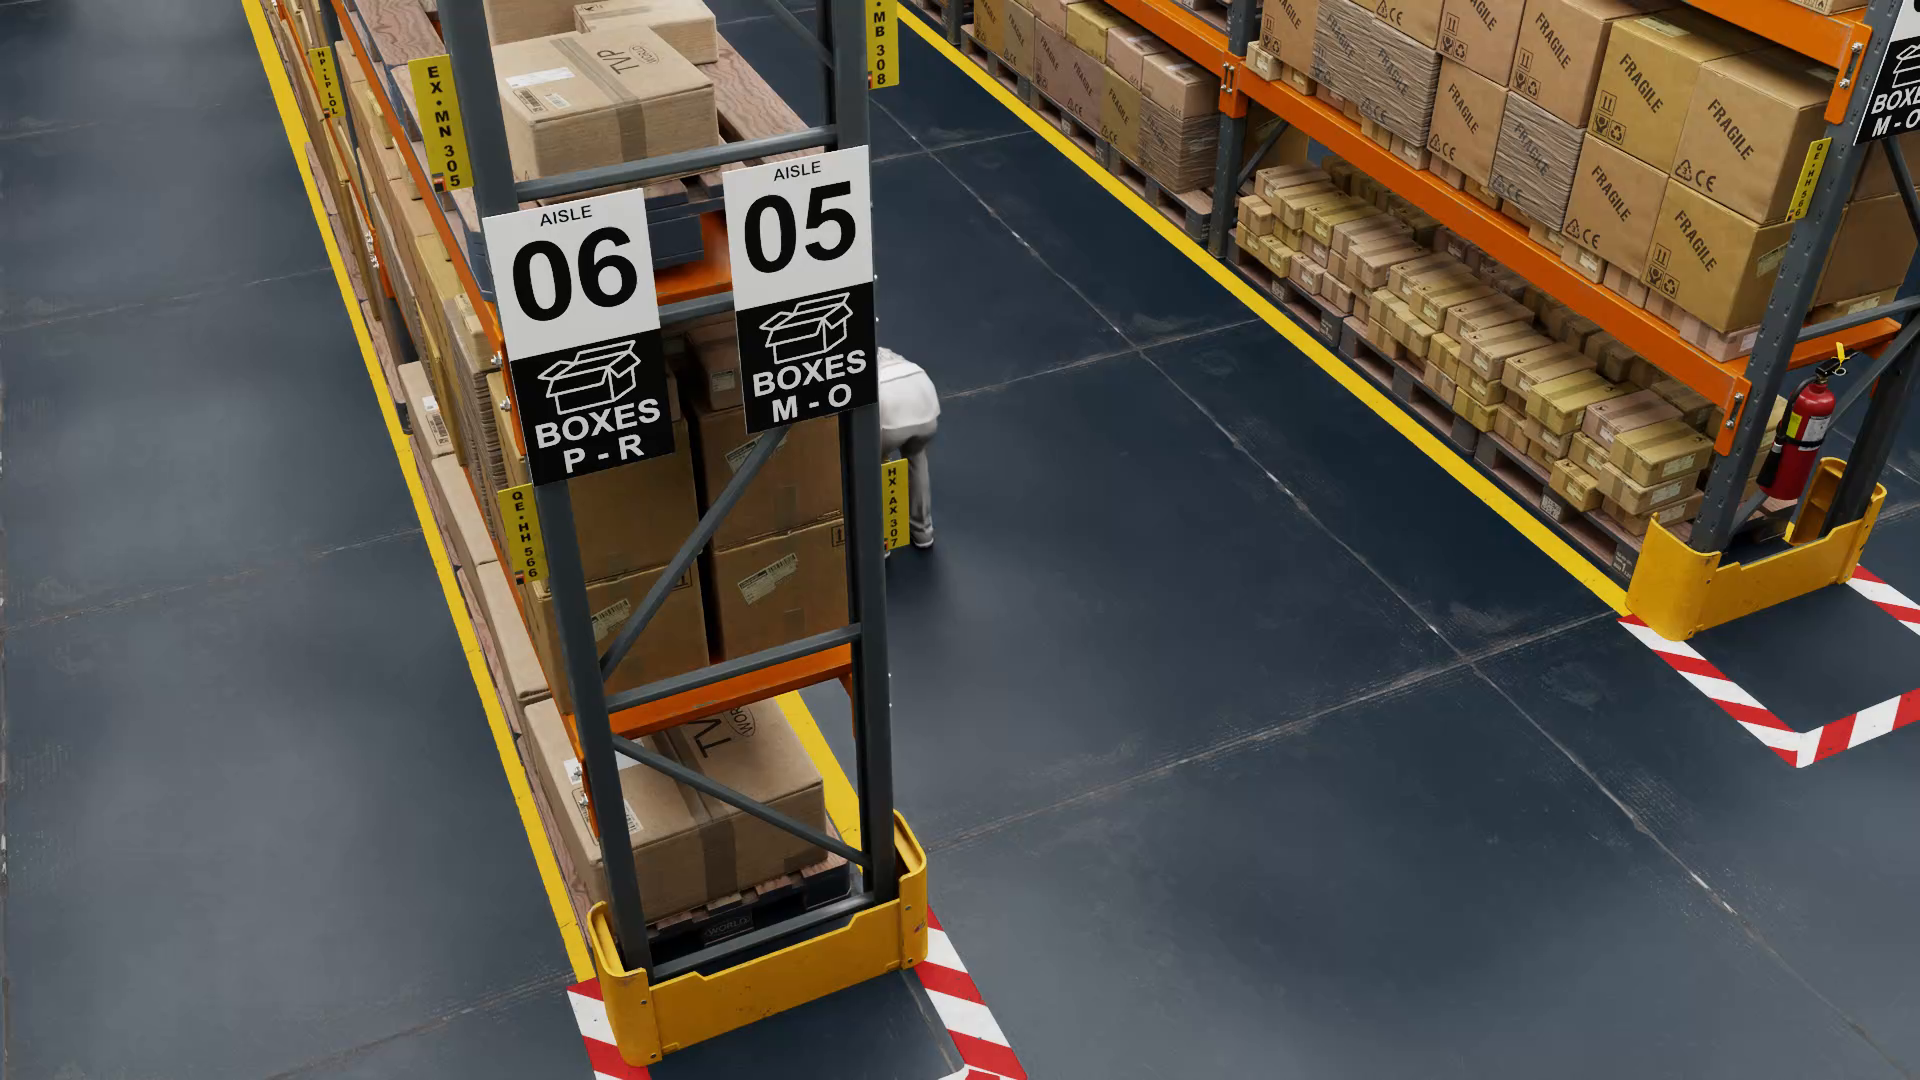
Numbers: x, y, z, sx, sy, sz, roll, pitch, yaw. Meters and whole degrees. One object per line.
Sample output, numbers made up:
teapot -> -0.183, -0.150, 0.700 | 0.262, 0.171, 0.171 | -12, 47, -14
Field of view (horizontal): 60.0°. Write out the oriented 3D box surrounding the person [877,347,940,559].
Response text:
person -> -0.415, -0.499, 8.048 | 0.433, 1.005, 0.908 | -18, 41, -21
